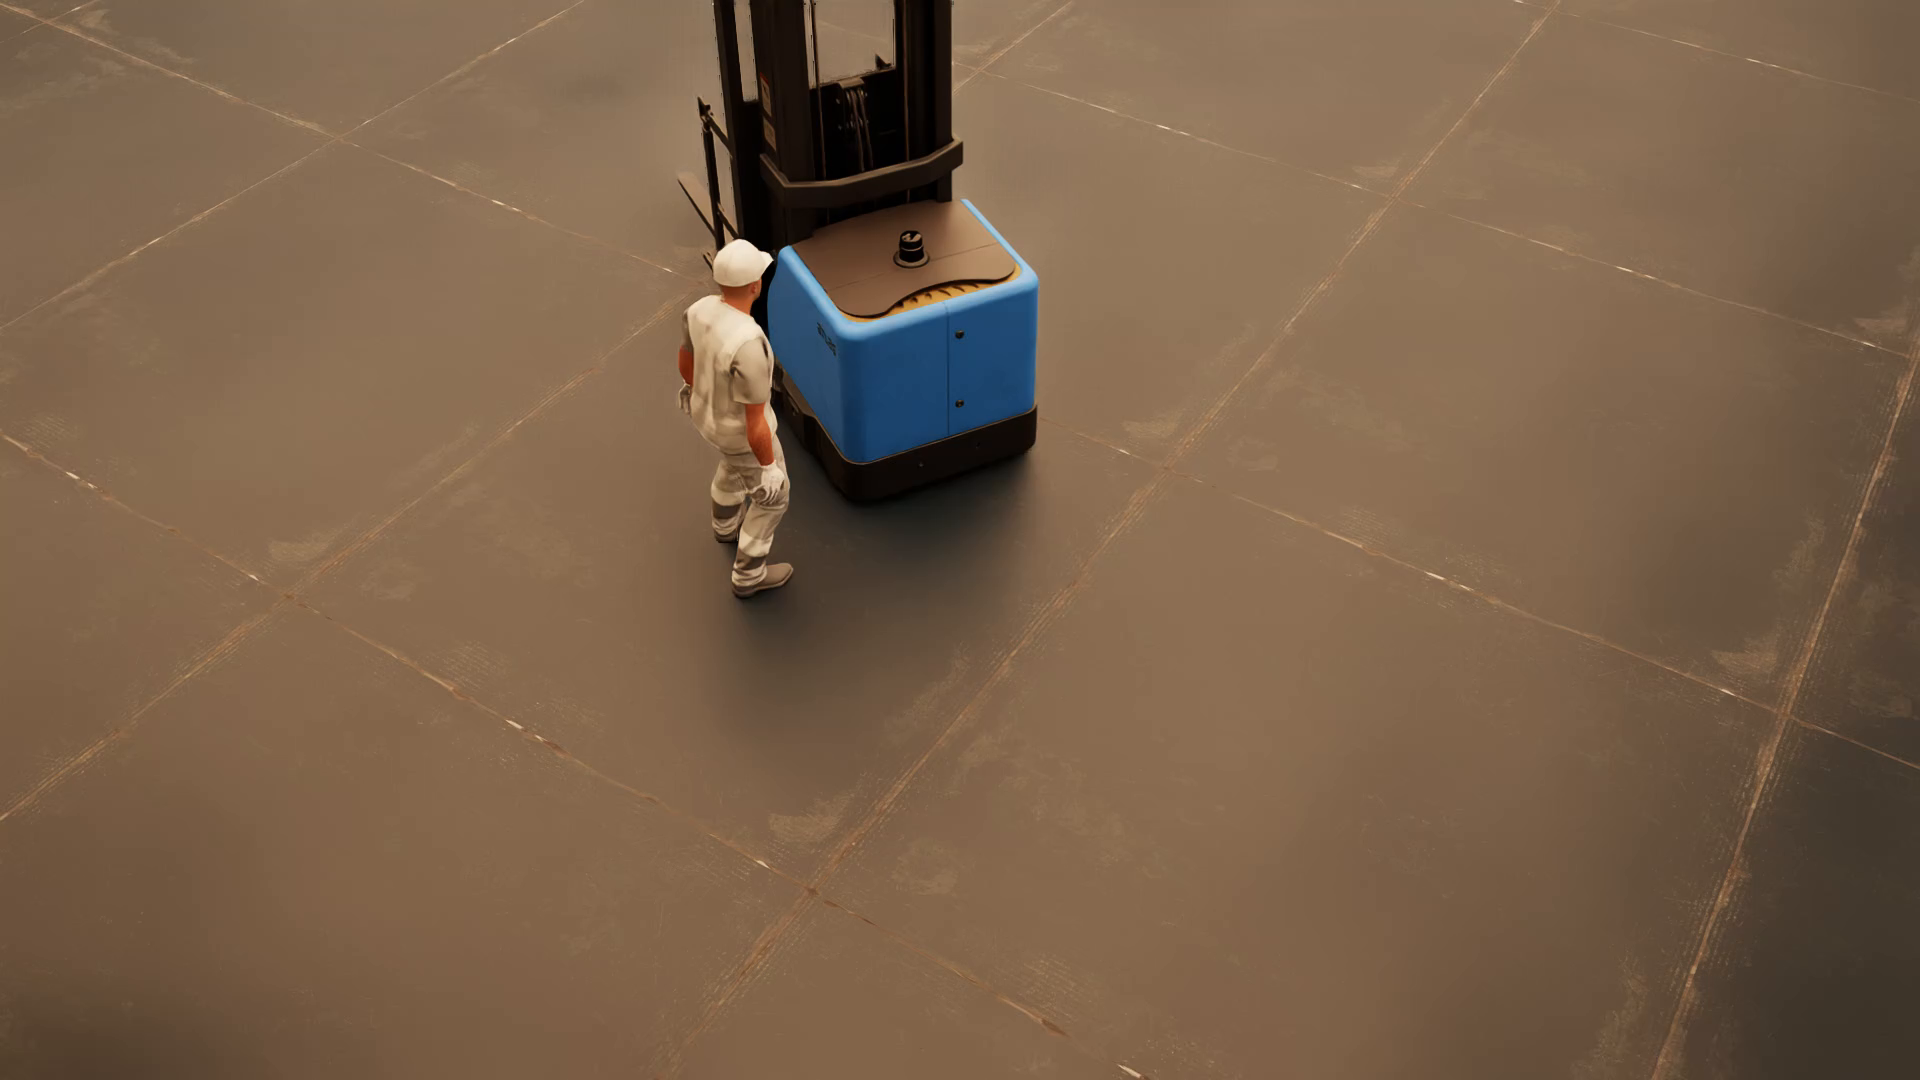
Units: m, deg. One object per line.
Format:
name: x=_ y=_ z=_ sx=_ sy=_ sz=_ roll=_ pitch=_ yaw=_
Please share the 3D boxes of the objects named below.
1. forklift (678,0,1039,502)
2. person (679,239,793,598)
forklift: x=-0.721 y=-2.265 z=8.237 sx=1.130 sy=2.935 sz=3.031 roll=-19 pitch=47 yaw=-19
person: x=-0.943 y=-0.528 z=7.266 sx=0.437 sy=1.747 sz=0.864 roll=-27 pitch=50 yaw=-26
